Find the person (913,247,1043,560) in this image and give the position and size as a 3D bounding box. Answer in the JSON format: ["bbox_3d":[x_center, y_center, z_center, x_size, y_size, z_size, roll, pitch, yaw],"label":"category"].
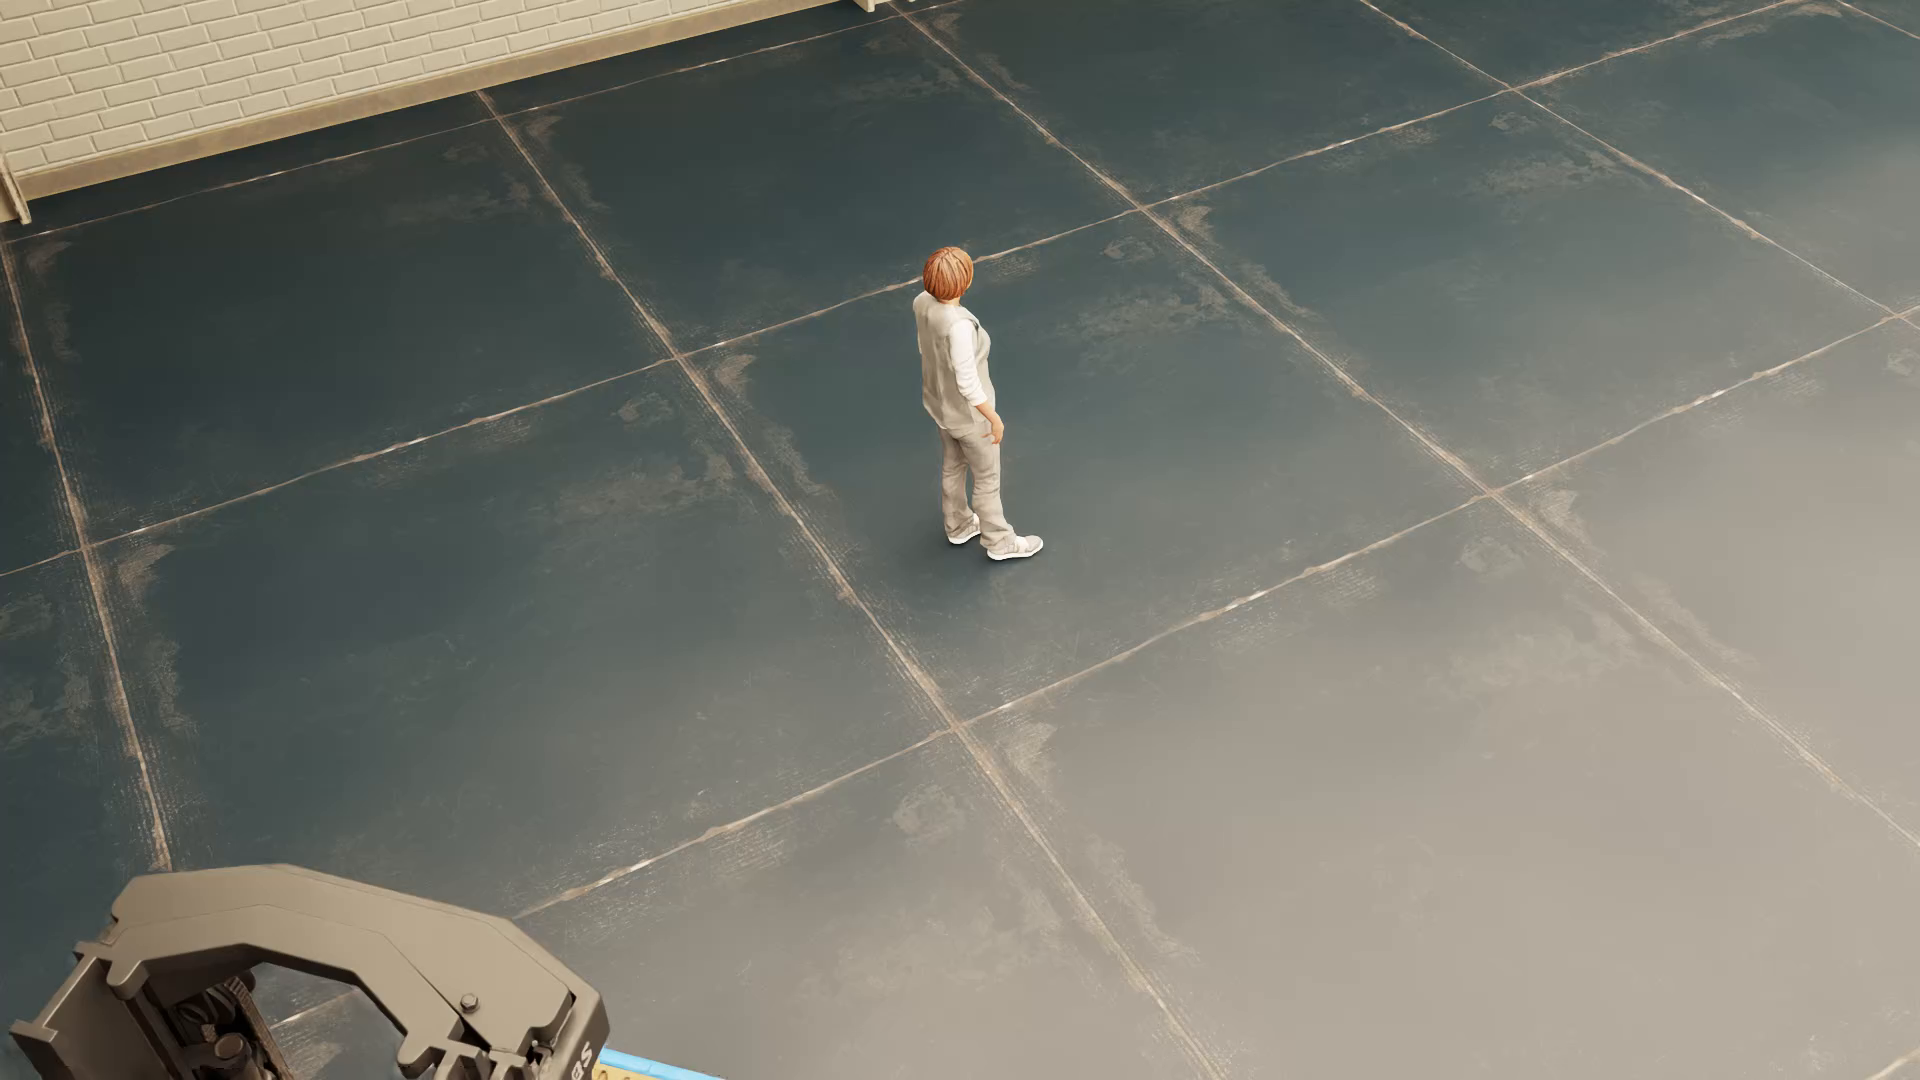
[{"bbox_3d":[0.071,-0.607,7.323,0.475,1.597,0.520,-21,47,-21],"label":"person"}]

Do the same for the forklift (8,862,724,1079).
[{"bbox_3d":[-1.265,2.153,3.376,1.130,2.935,3.031,11,44,11],"label":"forklift"}]
